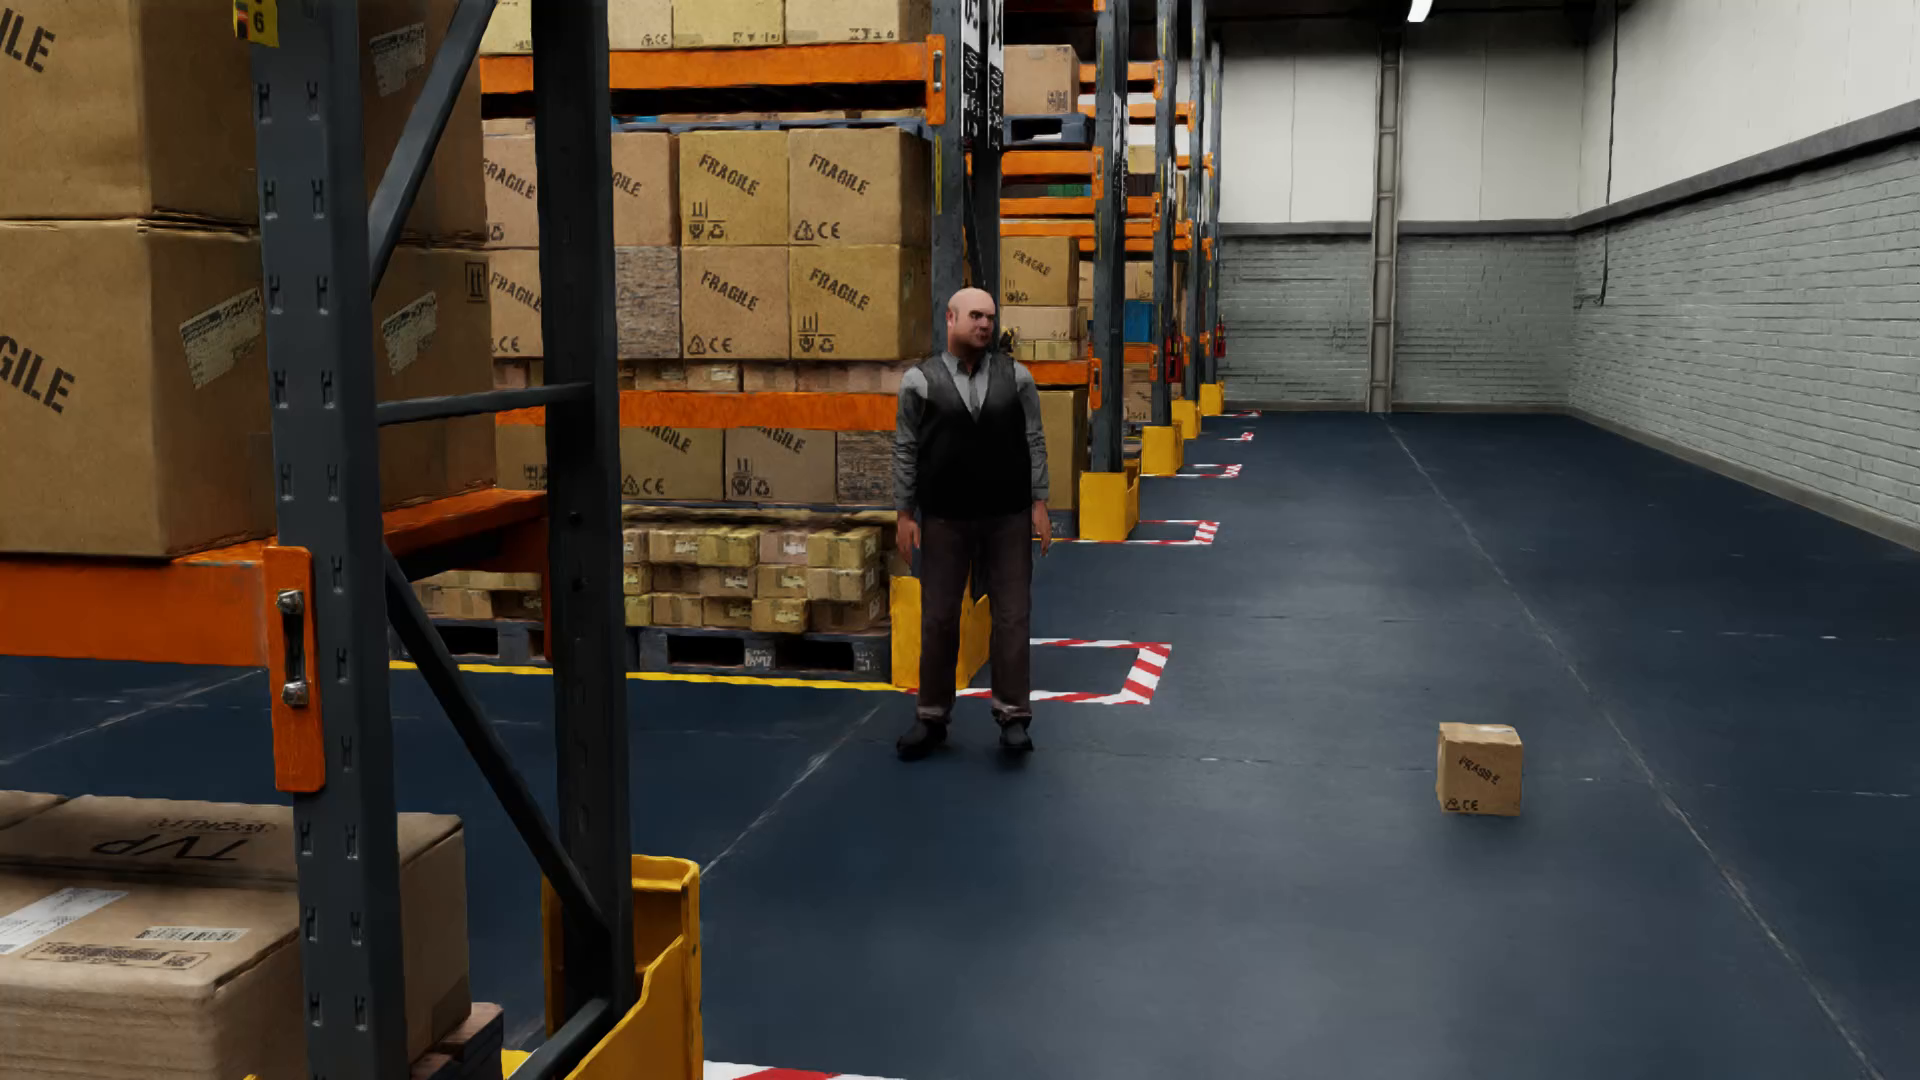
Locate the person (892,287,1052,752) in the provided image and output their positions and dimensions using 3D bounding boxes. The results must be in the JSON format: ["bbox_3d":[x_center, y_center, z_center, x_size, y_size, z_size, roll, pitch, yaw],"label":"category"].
[{"bbox_3d":[0.045,-0.064,6.162,0.588,1.730,0.470,-1,8,-5],"label":"person"}]
